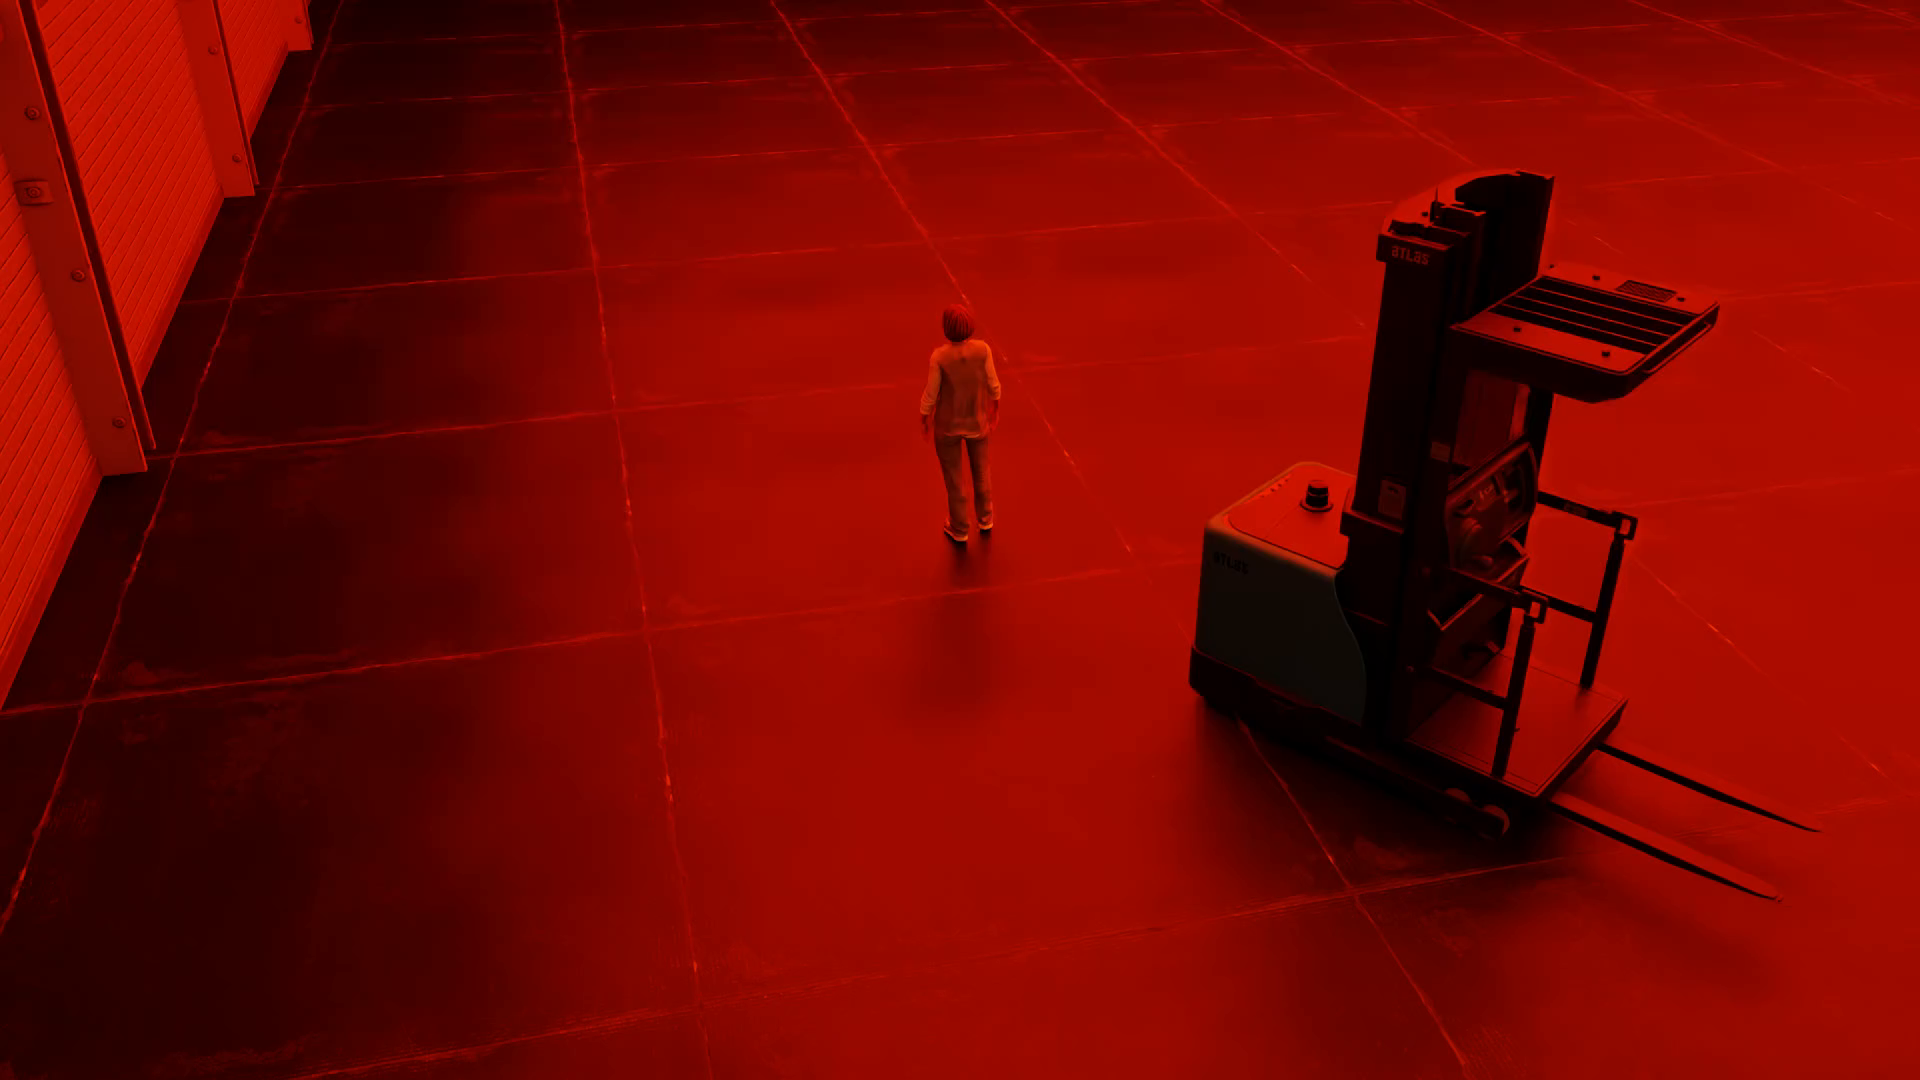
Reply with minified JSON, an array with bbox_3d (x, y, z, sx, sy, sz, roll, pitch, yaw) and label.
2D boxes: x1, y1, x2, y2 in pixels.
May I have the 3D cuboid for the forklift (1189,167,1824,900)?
[{"bbox_3d":[2.677,-0.123,7.787,3.031,2.935,1.130,24,38,35],"label":"forklift"}]

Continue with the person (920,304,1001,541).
[{"bbox_3d":[-0.004,-0.734,10.163,0.521,1.595,0.473,-7,31,-12],"label":"person"}]
